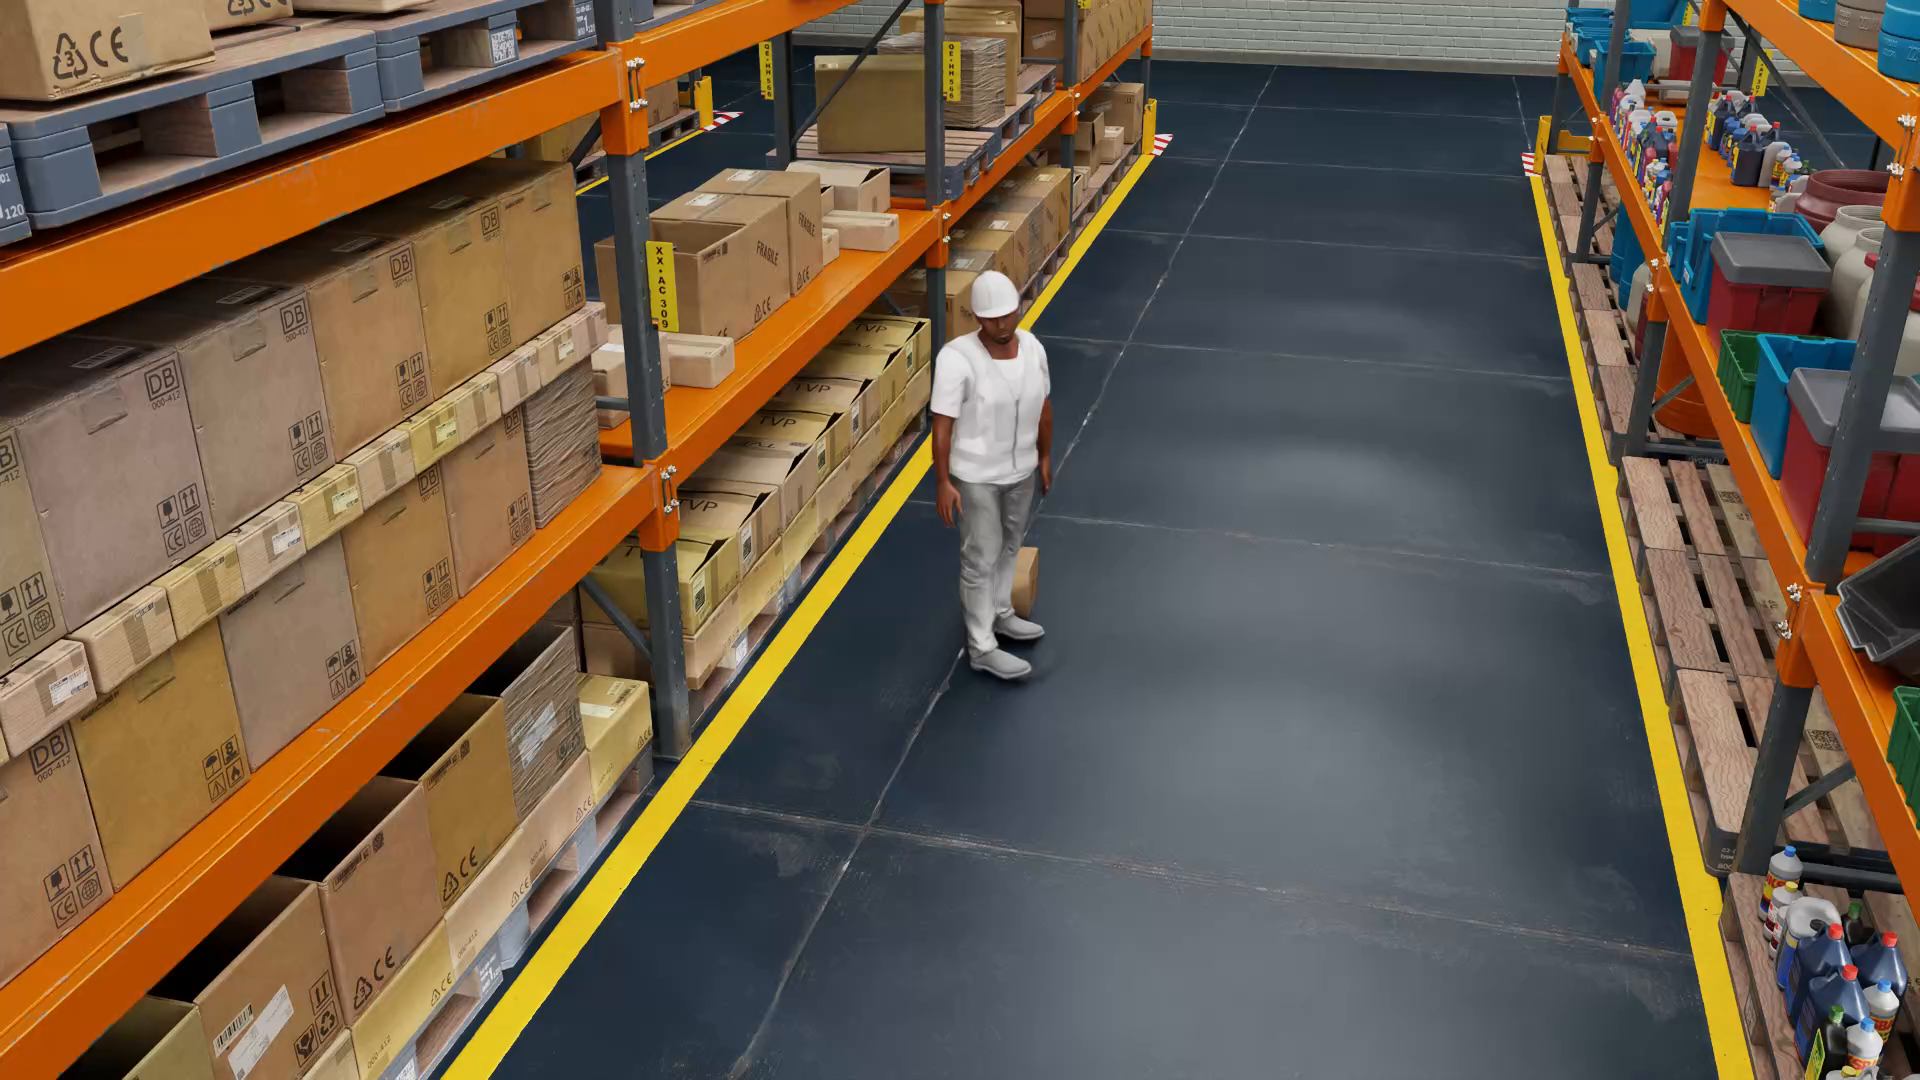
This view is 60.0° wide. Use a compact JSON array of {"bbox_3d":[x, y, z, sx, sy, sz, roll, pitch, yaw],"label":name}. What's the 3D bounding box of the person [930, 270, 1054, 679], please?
[{"bbox_3d":[0.179,-0.278,7.128,0.668,1.768,0.531,-19,31,-35],"label":"person"}]
